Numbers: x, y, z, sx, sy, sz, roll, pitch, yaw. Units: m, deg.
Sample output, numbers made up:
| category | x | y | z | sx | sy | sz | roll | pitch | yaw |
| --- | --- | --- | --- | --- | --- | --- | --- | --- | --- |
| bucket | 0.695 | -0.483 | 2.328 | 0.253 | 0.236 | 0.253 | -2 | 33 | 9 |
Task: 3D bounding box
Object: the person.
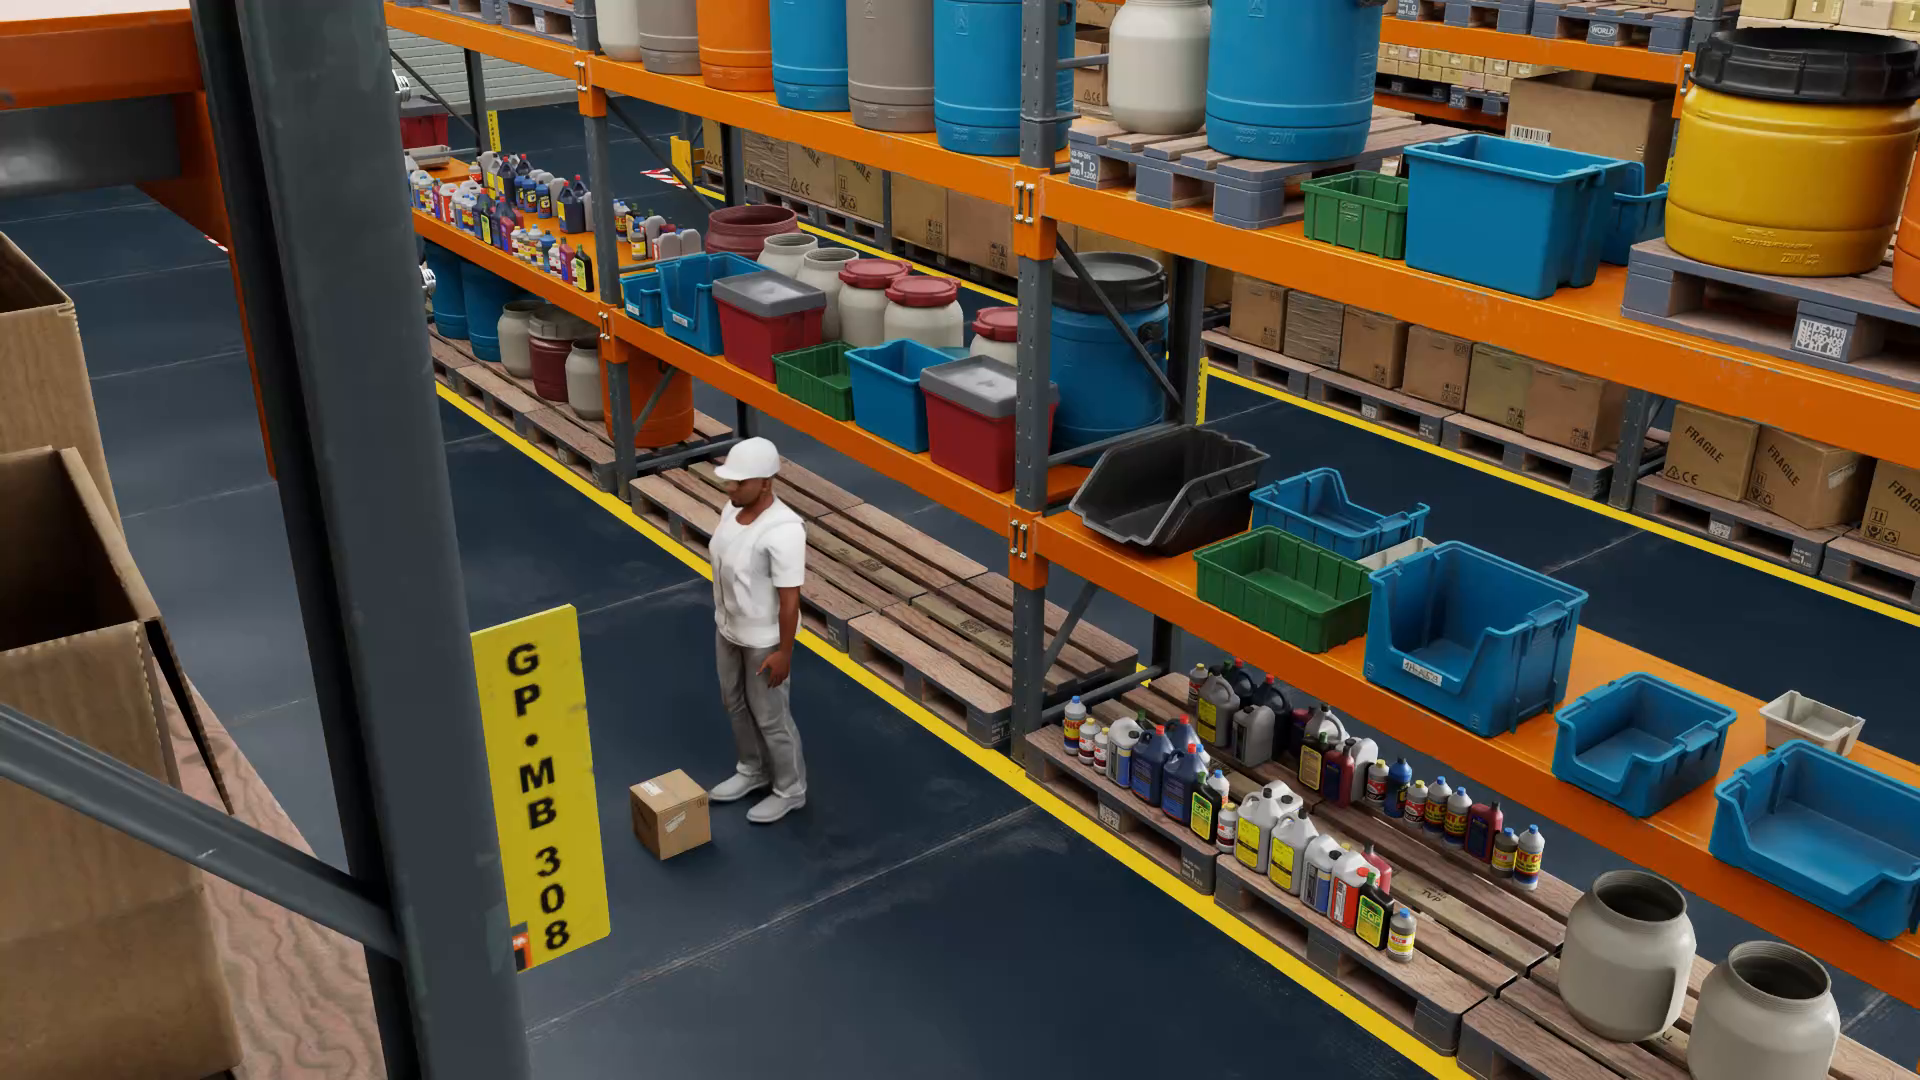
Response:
| category | x | y | z | sx | sy | sz | roll | pitch | yaw |
| --- | --- | --- | --- | --- | --- | --- | --- | --- | --- |
| person | -0.892 | 0.396 | 7.214 | 0.392 | 1.762 | 0.560 | -17 | 30 | -33 |
